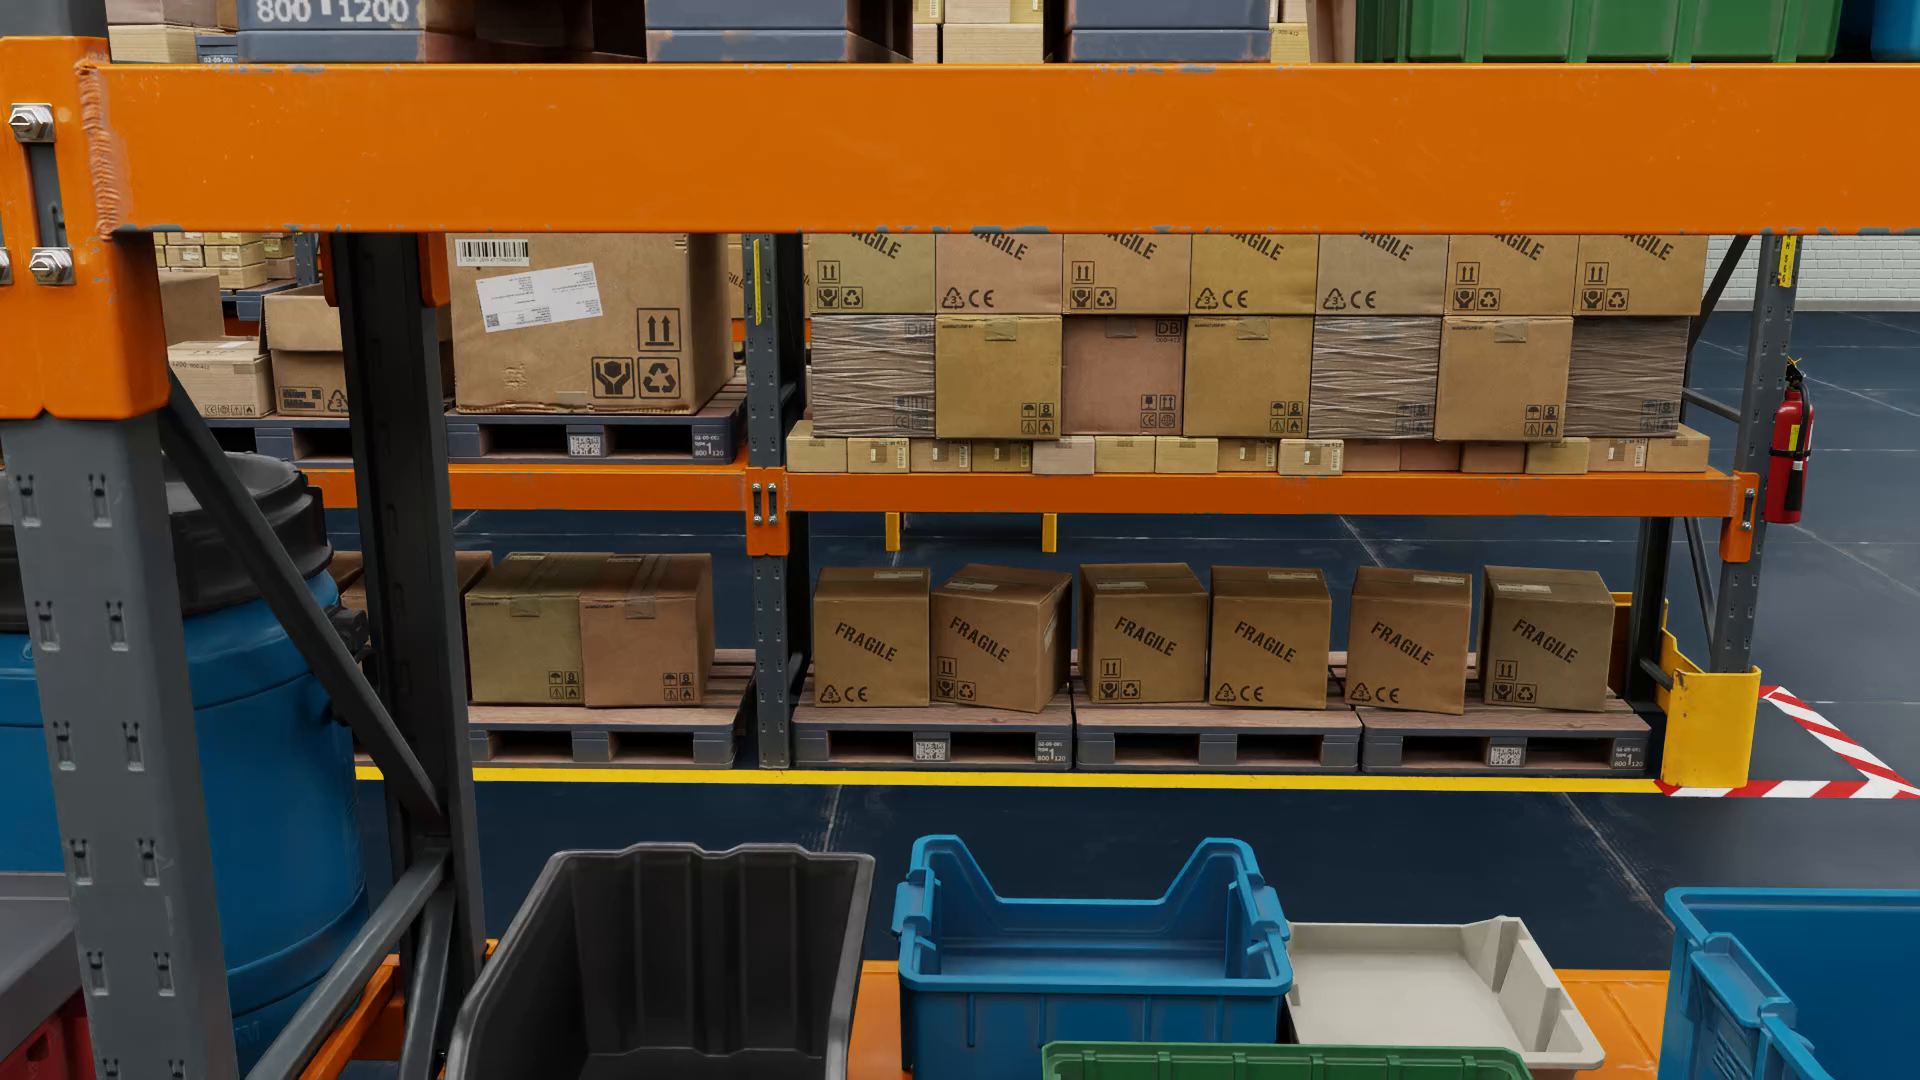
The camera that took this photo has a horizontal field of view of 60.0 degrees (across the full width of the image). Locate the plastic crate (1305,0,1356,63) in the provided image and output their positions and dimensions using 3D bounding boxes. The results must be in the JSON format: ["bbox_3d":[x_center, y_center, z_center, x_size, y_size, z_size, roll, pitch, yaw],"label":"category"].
[{"bbox_3d":[0.705,-0.745,2.419,0.396,0.136,0.243,0,15,1],"label":"plastic crate"}]

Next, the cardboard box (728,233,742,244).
[{"bbox_3d":[-1.566,-2.393,11.873,0.500,0.500,0.700,0,15,0],"label":"cardboard box"}]

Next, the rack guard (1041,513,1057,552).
[{"bbox_3d":[0.574,-0.117,10.794,0.087,0.250,0.587,0,15,1],"label":"rack guard"}]

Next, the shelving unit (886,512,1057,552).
[{"bbox_3d":[0.076,-0.725,10.647,1.083,1.500,0.587,0,15,1],"label":"shelving unit"}]

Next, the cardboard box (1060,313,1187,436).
[{"bbox_3d":[0.666,-0.776,7.121,0.500,0.500,0.875,0,15,1],"label":"cardboard box"}]

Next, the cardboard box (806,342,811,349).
[{"bbox_3d":[-1.773,-2.058,17.090,0.625,0.372,0.950,1,15,5],"label":"cardboard box"}]

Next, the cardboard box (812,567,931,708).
[{"bbox_3d":[-0.384,0.426,7.421,0.500,0.500,0.500,0,15,0],"label":"cardboard box"}]

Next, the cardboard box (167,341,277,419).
[{"bbox_3d":[-3.112,-0.679,7.005,0.500,0.250,0.500,0,15,0],"label":"cardboard box"}]

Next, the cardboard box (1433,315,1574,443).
[{"bbox_3d":[2.163,-0.741,6.991,0.500,0.500,0.875,0,15,1],"label":"cardboard box"}]

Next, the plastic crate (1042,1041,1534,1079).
[{"bbox_3d":[0.440,0.854,2.138,0.662,0.188,0.450,0,15,1],"label":"plastic crate"}]

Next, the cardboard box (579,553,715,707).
[{"bbox_3d":[-1.397,0.394,7.503,0.500,0.500,0.700,-1,15,-3],"label":"cardboard box"}]

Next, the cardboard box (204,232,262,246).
[{"bbox_3d":[-5.056,-2.138,11.566,0.250,0.149,0.380,0,15,-1],"label":"cardboard box"}]

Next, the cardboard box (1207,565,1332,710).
[{"bbox_3d":[1.368,0.427,7.418,0.500,0.500,0.500,2,15,7],"label":"cardboard box"}]

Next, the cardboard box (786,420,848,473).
[{"bbox_3d":[-0.576,-0.393,6.940,0.250,0.149,0.380,0,15,1],"label":"cardboard box"}]

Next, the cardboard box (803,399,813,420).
[{"bbox_3d":[-0.561,-0.544,7.515,0.250,0.149,0.380,0,15,1],"label":"cardboard box"}]

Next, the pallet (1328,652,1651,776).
[{"bbox_3d":[2.328,0.767,7.517,1.213,0.211,1.003,0,15,1],"label":"pallet"}]

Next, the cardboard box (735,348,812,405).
[{"bbox_3d":[-1.178,-0.953,12.158,0.750,0.750,1.050,0,15,1],"label":"cardboard box"}]

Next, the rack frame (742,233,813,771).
[{"bbox_3d":[-0.783,-0.592,7.204,0.127,3.000,1.000,0,15,1],"label":"rack frame"}]

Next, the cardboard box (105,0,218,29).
[{"bbox_3d":[-3.309,-2.284,6.562,0.500,0.500,0.500,0,15,0],"label":"cardboard box"}]

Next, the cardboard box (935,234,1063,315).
[{"bbox_3d":[0.160,-1.197,6.758,0.500,0.500,0.500,0,15,1],"label":"cardboard box"}]

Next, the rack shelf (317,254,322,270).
[{"bbox_3d":[-6.528,-2.811,17.023,4.000,0.370,1.077,0,15,1],"label":"rack shelf"}]

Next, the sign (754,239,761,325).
[{"bbox_3d":[-0.794,-1.010,6.520,0.005,0.325,0.100,0,15,1],"label":"sign"}]

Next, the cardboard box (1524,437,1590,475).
[{"bbox_3d":[2.424,-0.384,6.908,0.250,0.149,0.380,0,15,1],"label":"cardboard box"}]

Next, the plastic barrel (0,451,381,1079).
[{"bbox_3d":[-1.288,0.349,2.655,0.708,0.901,0.600,0,15,1],"label":"plastic barrel"}]

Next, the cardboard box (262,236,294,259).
[{"bbox_3d":[-5.032,-2.162,12.241,0.250,0.149,0.380,1,15,4],"label":"cardboard box"}]

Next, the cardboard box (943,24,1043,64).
[{"bbox_3d":[0.189,-1.900,6.574,0.500,0.250,0.500,0,15,1],"label":"cardboard box"}]

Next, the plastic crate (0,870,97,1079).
[{"bbox_3d":[-1.402,0.715,2.125,0.583,0.464,0.402,0,15,1],"label":"plastic crate"}]

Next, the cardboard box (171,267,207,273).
[{"bbox_3d":[-5.307,-1.852,11.649,0.250,0.149,0.380,0,15,1],"label":"cardboard box"}]

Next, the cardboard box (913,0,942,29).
[{"bbox_3d":[-0.198,-2.098,6.543,0.250,0.149,0.380,0,15,-1],"label":"cardboard box"}]

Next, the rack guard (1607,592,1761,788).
[{"bbox_3d":[3.139,0.642,7.426,0.348,0.500,1.175,0,15,1],"label":"rack guard"}]

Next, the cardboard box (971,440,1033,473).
[{"bbox_3d":[0.174,-0.394,6.945,0.250,0.149,0.380,0,15,1],"label":"cardboard box"}]

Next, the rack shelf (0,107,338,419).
[{"bbox_3d":[-2.909,-0.445,2.175,4.000,0.370,1.077,0,15,1],"label":"rack shelf"}]

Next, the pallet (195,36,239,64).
[{"bbox_3d":[-2.435,-1.989,6.987,1.003,0.211,1.213,0,15,1],"label":"pallet"}]

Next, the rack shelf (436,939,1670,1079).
[{"bbox_3d":[1.090,1.032,2.459,4.000,0.370,1.077,0,15,1],"label":"rack shelf"}]

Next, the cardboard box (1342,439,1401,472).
[{"bbox_3d":[1.675,-0.398,6.960,0.250,0.149,0.380,0,15,1],"label":"cardboard box"}]

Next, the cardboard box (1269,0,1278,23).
[{"bbox_3d":[1.097,-2.090,6.515,0.250,0.149,0.380,1,15,3],"label":"cardboard box"}]

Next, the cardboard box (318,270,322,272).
[{"bbox_3d":[-7.003,-2.360,17.246,0.875,0.875,0.875,1,15,3],"label":"cardboard box"}]

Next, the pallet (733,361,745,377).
[{"bbox_3d":[-2.531,-1.783,17.184,1.213,0.211,1.003,0,15,1],"label":"pallet"}]

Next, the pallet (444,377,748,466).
[{"bbox_3d":[-1.544,-0.541,7.388,1.213,0.211,1.003,0,15,1],"label":"pallet"}]

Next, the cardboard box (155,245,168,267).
[{"bbox_3d":[-5.590,-1.997,11.616,0.250,0.149,0.380,1,15,3],"label":"cardboard box"}]

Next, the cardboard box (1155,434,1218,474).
[{"bbox_3d":[0.924,-0.386,6.916,0.250,0.149,0.380,0,15,1],"label":"cardboard box"}]

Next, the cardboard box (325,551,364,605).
[{"bbox_3d":[-2.990,0.379,7.560,0.500,0.500,0.700,2,15,6],"label":"cardboard box"}]

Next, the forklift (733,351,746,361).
[{"bbox_3d":[-2.063,-2.303,13.824,3.031,2.935,1.130,-12,19,-39],"label":"forklift"}]

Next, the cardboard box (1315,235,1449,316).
[{"bbox_3d":[1.660,-1.188,6.724,0.500,0.500,0.500,0,15,1],"label":"cardboard box"}]
